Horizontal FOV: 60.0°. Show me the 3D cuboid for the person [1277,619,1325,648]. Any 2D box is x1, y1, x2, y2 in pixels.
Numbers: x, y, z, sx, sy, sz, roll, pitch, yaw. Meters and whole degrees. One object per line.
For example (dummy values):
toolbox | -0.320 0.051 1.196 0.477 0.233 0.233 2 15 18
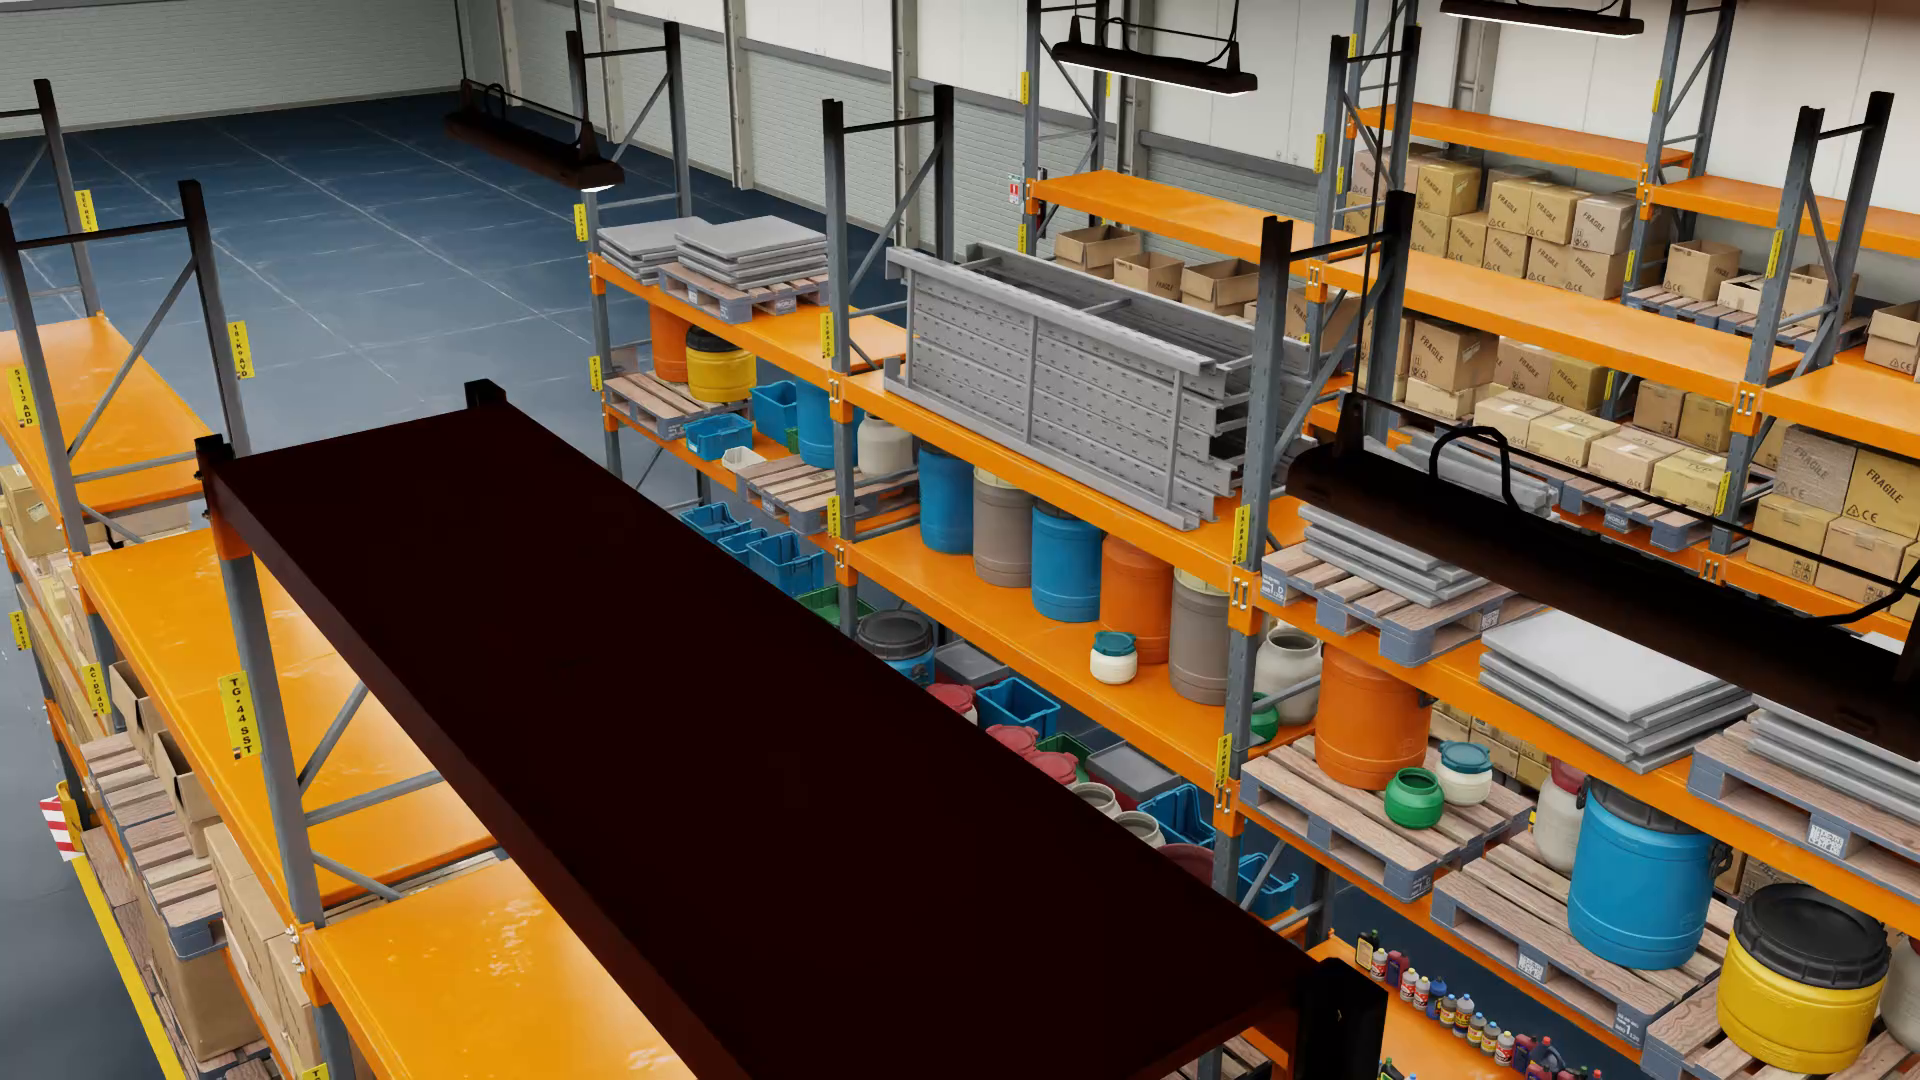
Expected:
person | 2.941 1.129 14.446 0.644 1.753 1.022 -8 26 -17
